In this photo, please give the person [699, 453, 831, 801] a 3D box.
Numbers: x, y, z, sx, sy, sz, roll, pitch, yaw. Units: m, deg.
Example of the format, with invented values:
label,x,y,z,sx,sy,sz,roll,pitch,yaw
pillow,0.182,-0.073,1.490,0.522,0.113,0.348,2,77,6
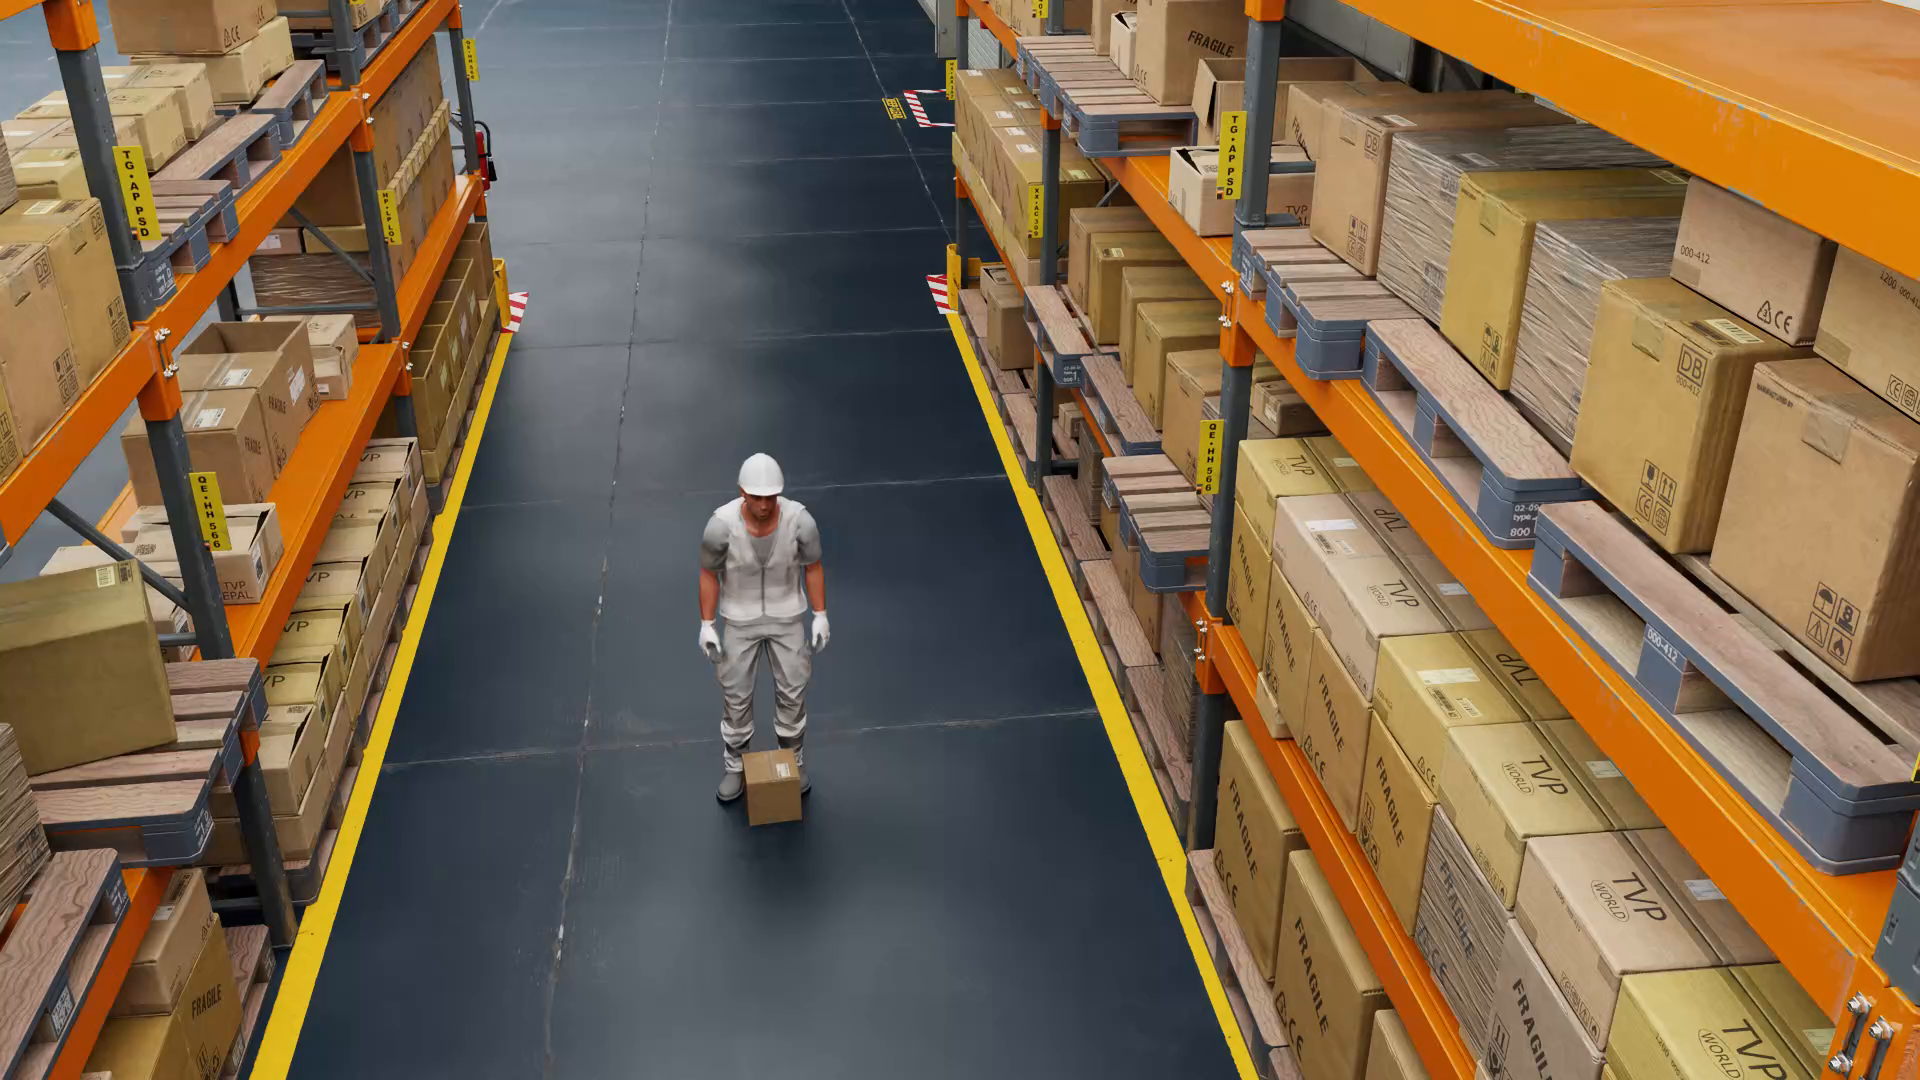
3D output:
label,x,y,z,sx,sy,sz,roll,pitch,yaw
person,-0.918,0.398,7.815,0.623,1.780,0.447,-5,27,-9
